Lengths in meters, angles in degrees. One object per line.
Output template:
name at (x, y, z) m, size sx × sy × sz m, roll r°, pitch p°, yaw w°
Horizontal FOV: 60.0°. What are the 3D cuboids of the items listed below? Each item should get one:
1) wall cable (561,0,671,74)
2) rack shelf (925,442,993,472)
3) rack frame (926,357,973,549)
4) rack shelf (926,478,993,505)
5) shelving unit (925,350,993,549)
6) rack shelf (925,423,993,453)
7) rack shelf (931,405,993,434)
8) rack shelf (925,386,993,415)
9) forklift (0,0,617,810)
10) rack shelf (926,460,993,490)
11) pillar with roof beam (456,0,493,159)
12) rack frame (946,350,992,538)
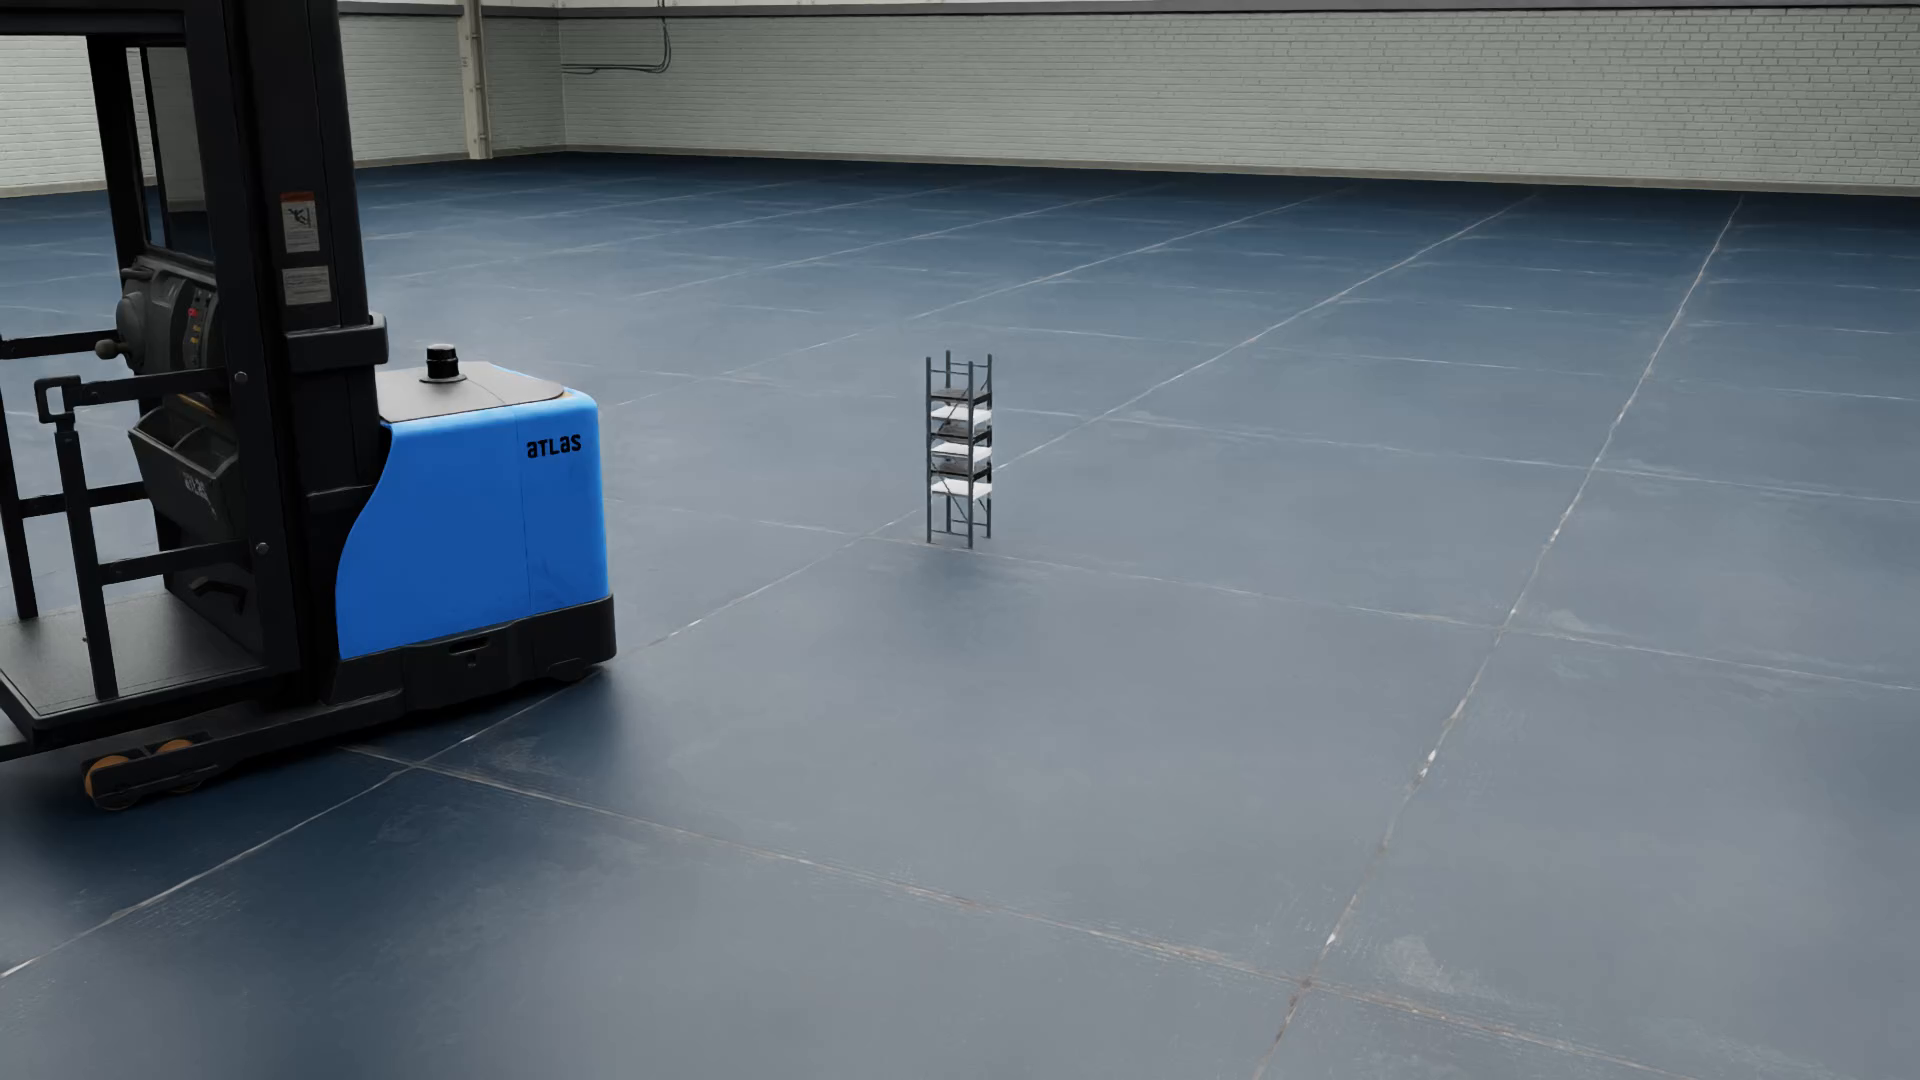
wall cable at (-7.650, -11.485, 36.341) m, size 3.097 × 2.526 × 0.112 m, roll 8°, pitch 18°, yaw 25°
rack shelf at (-0.004, -0.397, 7.899) m, size 0.258 × 0.077 × 0.200 m, roll 8°, pitch 18°, yaw 25°
rack frame at (-0.049, -0.403, 7.802) m, size 0.240 × 0.900 × 0.006 m, roll 8°, pitch 18°, yaw 25°
rack shelf at (-0.004, -0.225, 7.950) m, size 0.258 × 0.077 × 0.200 m, roll 8°, pitch 18°, yaw 25°
shelving unit at (-0.004, -0.429, 7.889) m, size 0.258 × 0.900 × 0.210 m, roll 8°, pitch 18°, yaw 25°
rack shelf at (-0.004, -0.484, 7.873) m, size 0.258 × 0.077 × 0.200 m, roll 8°, pitch 18°, yaw 25°
rack shelf at (-0.004, -0.570, 7.848) m, size 0.258 × 0.077 × 0.200 m, roll 8°, pitch 18°, yaw 25°
rack shelf at (-0.004, -0.656, 7.822) m, size 0.258 × 0.077 × 0.200 m, roll 8°, pitch 18°, yaw 25°
forklift at (-2.750, -0.730, 5.335) m, size 3.031 × 2.935 × 1.130 m, roll -14°, pitch 21°, yaw -39°
rack shelf at (-0.004, -0.311, 7.924) m, size 0.258 × 0.077 × 0.200 m, roll 8°, pitch 18°, yaw 25°
pillar with roof beam at (-6.298, -11.844, 32.095) m, size 9.100 × 9.000 × 0.400 m, roll 8°, pitch 18°, yaw 25°
rack frame at (0.042, -0.455, 7.976) m, size 0.240 × 0.900 × 0.006 m, roll 8°, pitch 18°, yaw 25°
